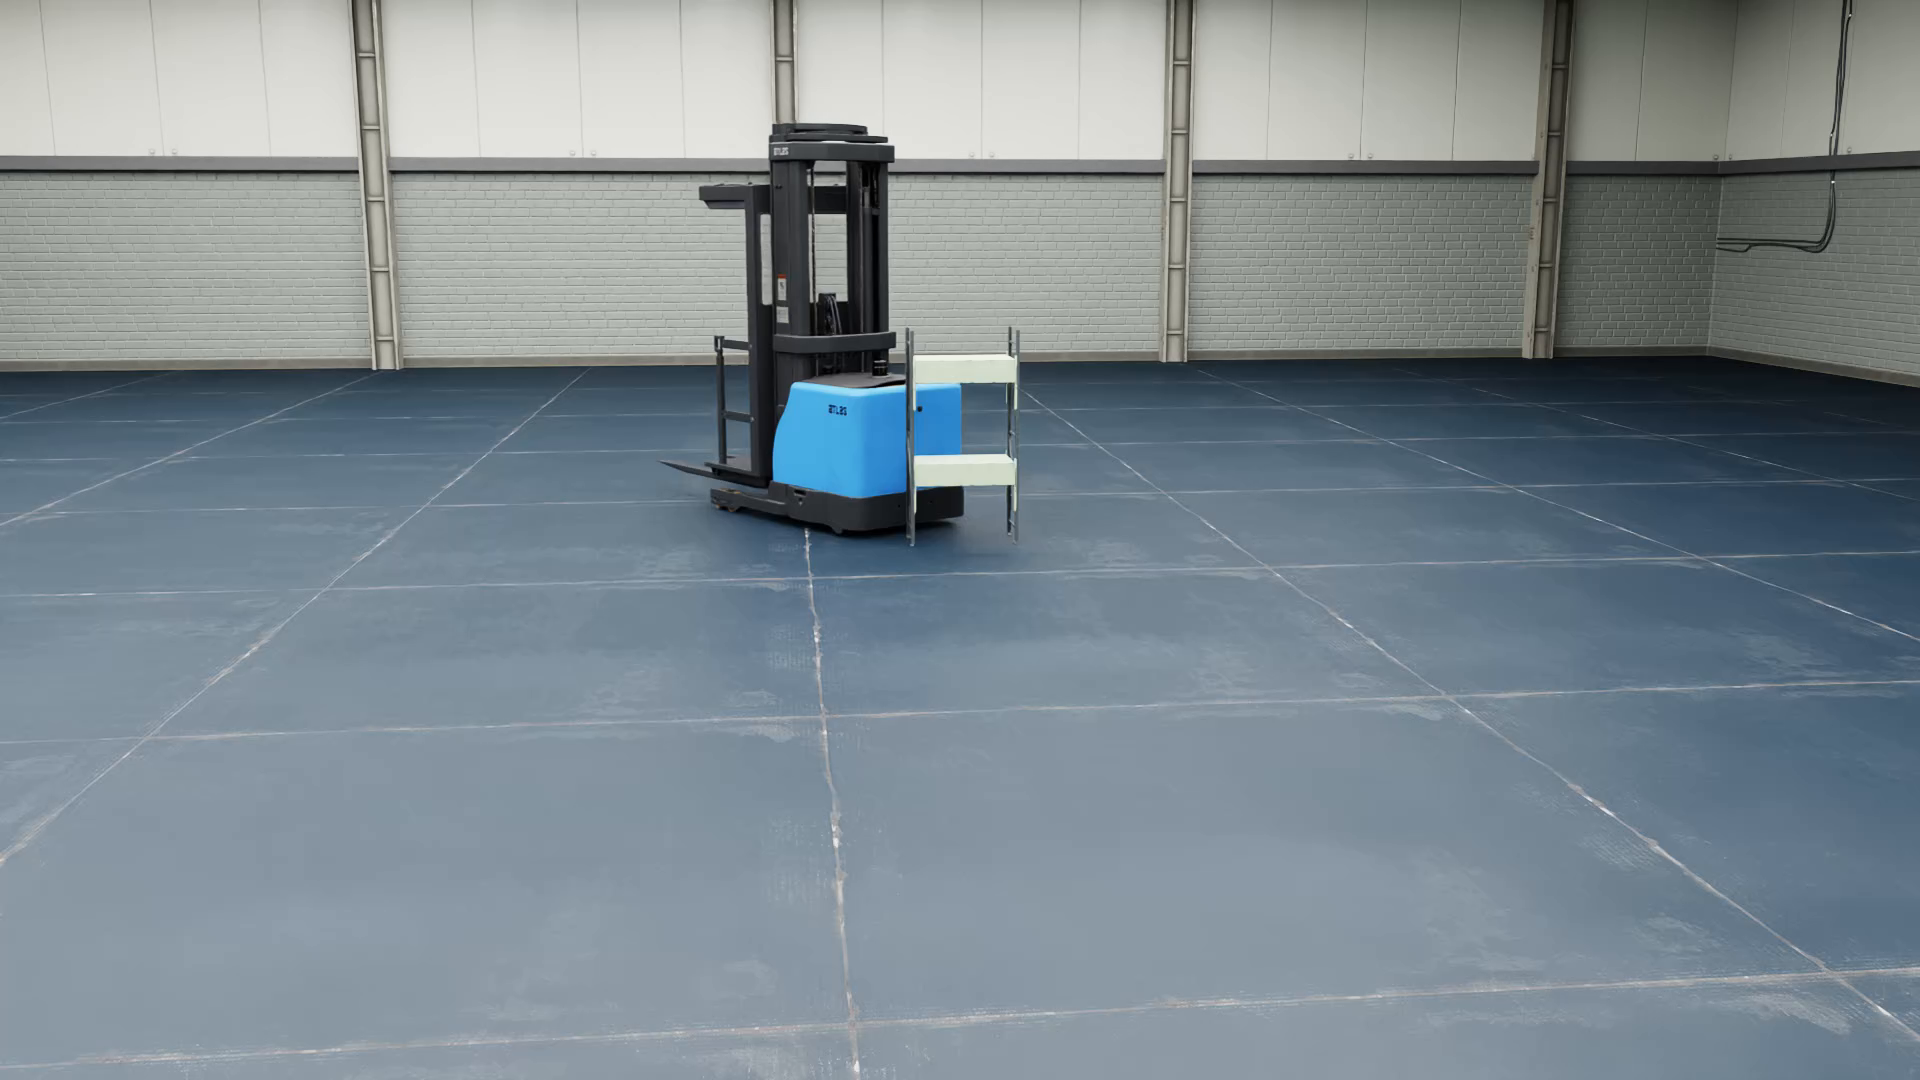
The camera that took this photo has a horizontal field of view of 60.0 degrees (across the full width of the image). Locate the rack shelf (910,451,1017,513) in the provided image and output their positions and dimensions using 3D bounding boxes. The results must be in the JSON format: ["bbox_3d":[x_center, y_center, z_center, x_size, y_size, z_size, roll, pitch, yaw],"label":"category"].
[{"bbox_3d":[0.013,-0.415,11.781,0.720,0.370,0.431,-1,11,-7],"label":"rack shelf"}]

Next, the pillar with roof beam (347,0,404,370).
[{"bbox_3d":[-8.112,-6.161,19.878,0.400,9.000,9.100,-1,11,-6],"label":"pillar with roof beam"}]

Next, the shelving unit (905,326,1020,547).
[{"bbox_3d":[0.013,-0.735,11.719,0.755,1.500,0.431,-1,11,-7],"label":"shelving unit"}]

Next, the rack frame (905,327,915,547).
[{"bbox_3d":[-0.351,-0.726,11.675,0.023,1.500,0.400,-1,11,-7],"label":"rack frame"}]

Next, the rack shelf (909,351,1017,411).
[{"bbox_3d":[0.013,-1.118,11.643,0.720,0.370,0.431,-1,11,-7],"label":"rack shelf"}]

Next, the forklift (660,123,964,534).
[{"bbox_3d":[-1.313,-1.709,12.964,1.130,2.935,3.031,-9,15,-40],"label":"forklift"}]

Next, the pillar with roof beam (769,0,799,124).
[{"bbox_3d":[-2.147,-6.286,20.513,0.400,9.000,9.100,-1,11,-6],"label":"pillar with roof beam"}]

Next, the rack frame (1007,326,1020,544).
[{"bbox_3d":[0.376,-0.744,11.762,0.023,1.500,0.400,-1,11,-7],"label":"rack frame"}]

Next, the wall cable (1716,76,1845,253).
[{"bbox_3d":[12.390,-5.645,25.306,0.112,2.526,3.097,-1,11,-6],"label":"wall cable"}]

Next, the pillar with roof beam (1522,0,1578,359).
[{"bbox_3d":[9.783,-6.536,21.785,0.400,9.000,9.100,-1,11,-6],"label":"pillar with roof beam"}]

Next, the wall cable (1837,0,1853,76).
[{"bbox_3d":[12.682,-7.605,22.180,0.112,2.526,3.097,-1,11,-6],"label":"wall cable"}]

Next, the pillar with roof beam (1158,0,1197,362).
[{"bbox_3d":[3.818,-6.411,21.149,0.400,9.000,9.100,-1,11,-6],"label":"pillar with roof beam"}]
